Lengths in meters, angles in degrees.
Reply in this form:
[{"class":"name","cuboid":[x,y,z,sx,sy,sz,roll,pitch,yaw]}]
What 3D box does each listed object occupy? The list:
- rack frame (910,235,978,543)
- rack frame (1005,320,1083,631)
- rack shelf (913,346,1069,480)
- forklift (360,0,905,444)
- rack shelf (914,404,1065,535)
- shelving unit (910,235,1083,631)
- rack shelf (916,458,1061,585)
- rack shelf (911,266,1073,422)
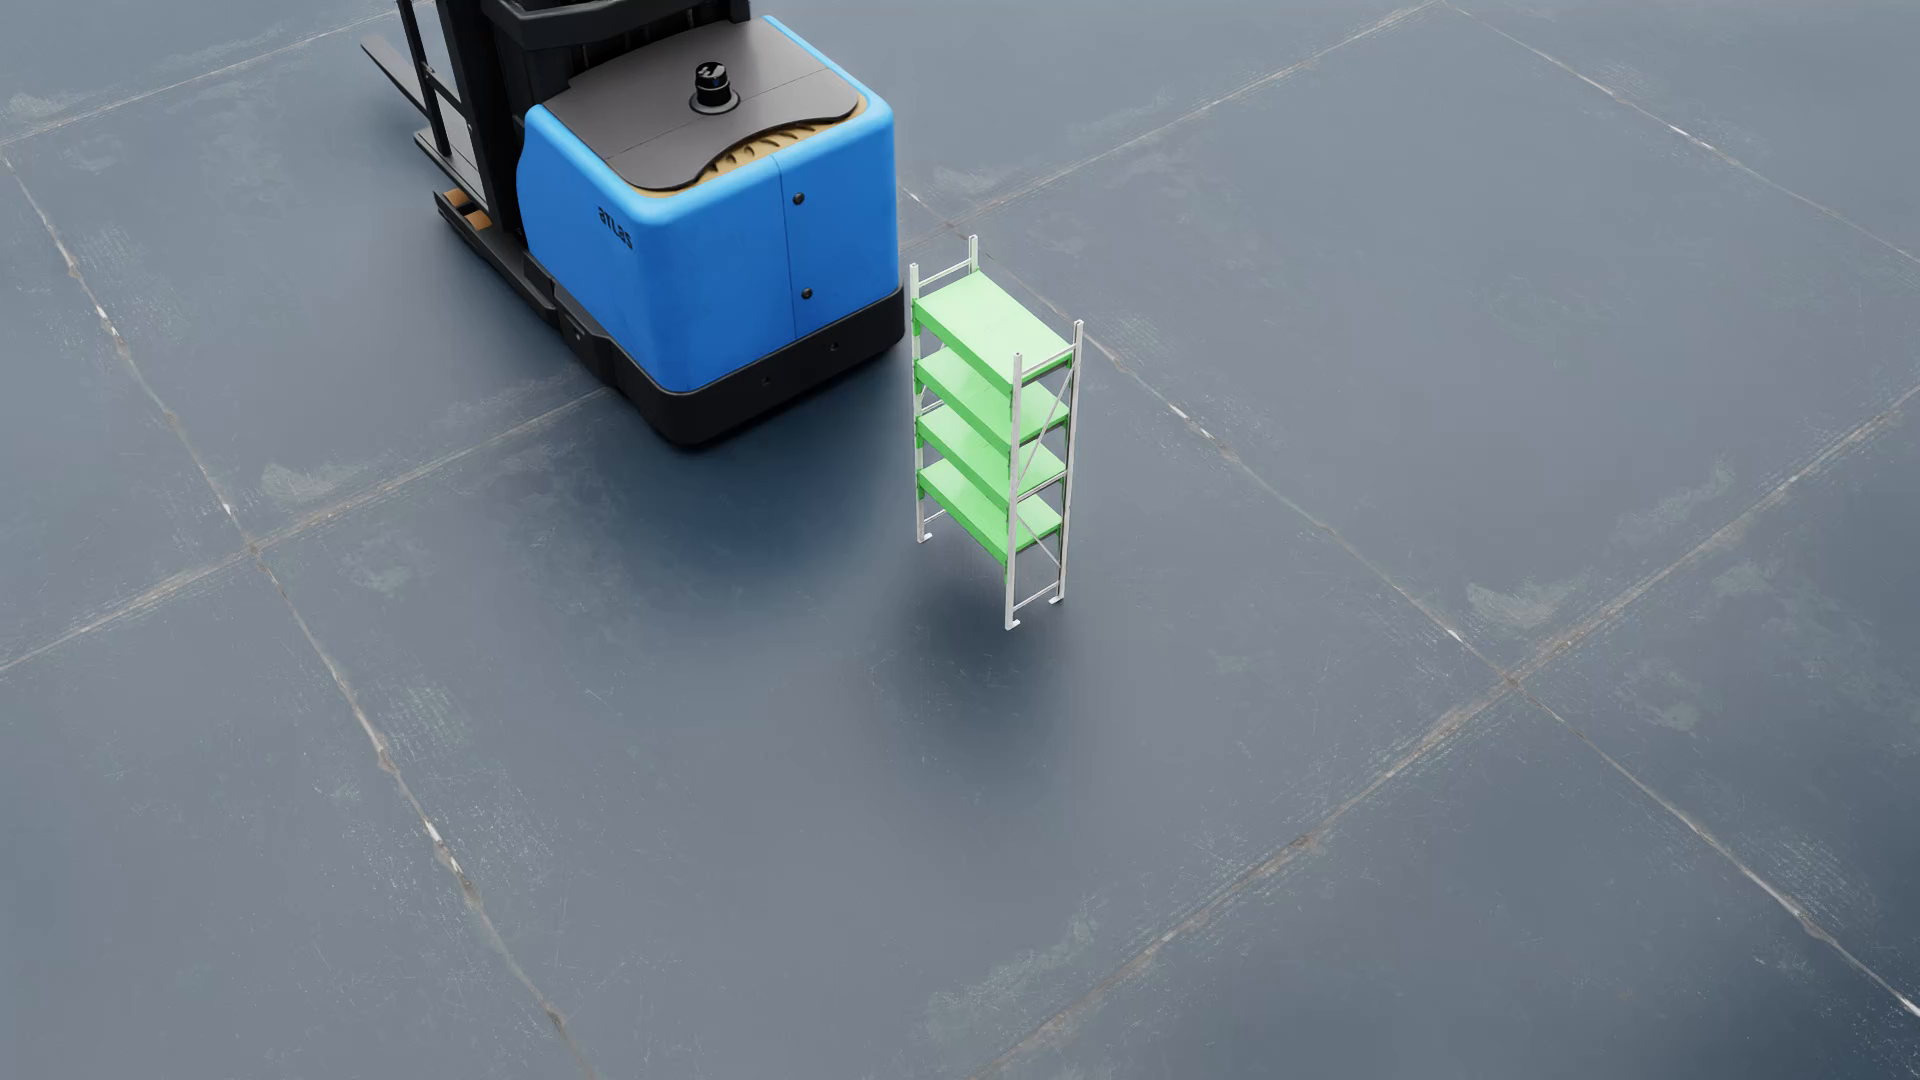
[{"class":"rack frame","cuboid":[-0.048,-0.449,5.347,0.240,1.200,0.015,-29,54,-24]},{"class":"rack frame","cuboid":[0.248,-0.162,5.087,0.240,1.200,0.015,-29,54,-24]},{"class":"rack shelf","cuboid":[0.100,-0.424,5.087,0.258,0.148,0.480,-29,54,-24]},{"class":"forklift","cuboid":[-1.514,-2.369,5.920,1.130,2.935,3.031,-30,54,-24]},{"class":"rack shelf","cuboid":[0.100,-0.262,5.264,0.258,0.148,0.480,-29,54,-24]},{"class":"shelving unit","cuboid":[0.100,-0.305,5.217,0.258,1.200,0.503,-29,54,-24]},{"class":"rack shelf","cuboid":[0.100,-0.101,5.442,0.258,0.148,0.480,-29,54,-24]},{"class":"rack shelf","cuboid":[0.100,-0.585,4.909,0.258,0.148,0.480,-29,54,-24]}]
